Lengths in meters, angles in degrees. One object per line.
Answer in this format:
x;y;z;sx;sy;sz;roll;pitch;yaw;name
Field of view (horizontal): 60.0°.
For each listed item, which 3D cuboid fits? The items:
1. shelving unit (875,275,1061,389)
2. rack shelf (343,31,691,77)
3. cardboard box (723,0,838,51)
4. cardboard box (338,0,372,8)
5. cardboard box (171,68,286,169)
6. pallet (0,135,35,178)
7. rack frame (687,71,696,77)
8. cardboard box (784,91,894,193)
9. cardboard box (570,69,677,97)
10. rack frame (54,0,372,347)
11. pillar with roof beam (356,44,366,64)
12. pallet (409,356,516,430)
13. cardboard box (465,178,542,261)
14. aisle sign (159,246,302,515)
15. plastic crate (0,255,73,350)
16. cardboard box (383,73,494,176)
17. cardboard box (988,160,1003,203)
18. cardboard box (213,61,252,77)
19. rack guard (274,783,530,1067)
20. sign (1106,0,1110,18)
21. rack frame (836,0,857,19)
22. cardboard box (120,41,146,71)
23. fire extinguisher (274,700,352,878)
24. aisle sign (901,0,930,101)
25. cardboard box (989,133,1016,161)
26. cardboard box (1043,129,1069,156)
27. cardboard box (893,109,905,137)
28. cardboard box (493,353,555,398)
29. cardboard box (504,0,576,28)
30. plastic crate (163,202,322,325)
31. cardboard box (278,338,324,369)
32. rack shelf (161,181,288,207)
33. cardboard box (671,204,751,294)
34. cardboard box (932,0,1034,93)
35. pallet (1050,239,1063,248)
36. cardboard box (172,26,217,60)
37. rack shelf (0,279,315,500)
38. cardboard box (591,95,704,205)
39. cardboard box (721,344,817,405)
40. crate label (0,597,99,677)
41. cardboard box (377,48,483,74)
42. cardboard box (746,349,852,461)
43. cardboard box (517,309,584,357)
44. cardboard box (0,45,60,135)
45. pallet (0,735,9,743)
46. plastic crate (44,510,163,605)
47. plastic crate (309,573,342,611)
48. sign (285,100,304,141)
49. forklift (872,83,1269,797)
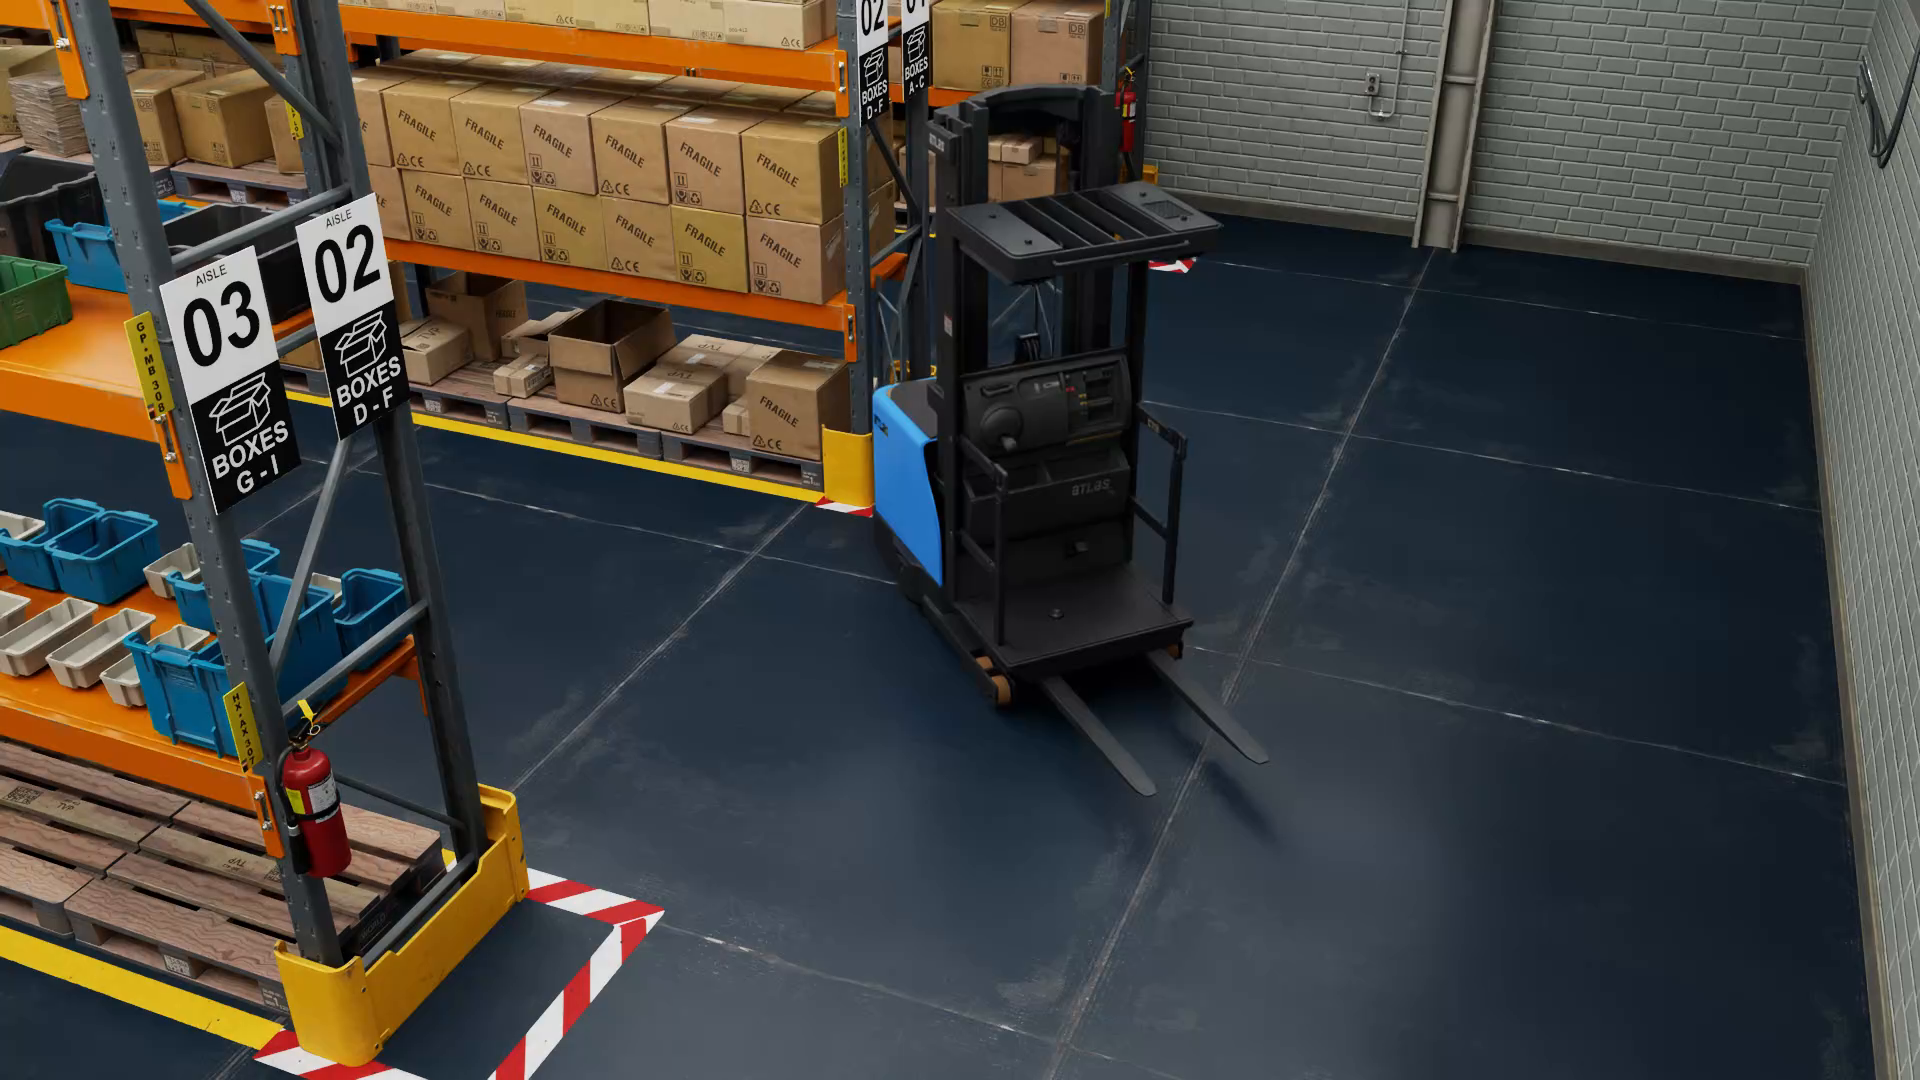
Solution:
0.070;-0.897;10.224;1.048;1.500;0.538;-10;31;-17;shelving unit
-4.137;-4.843;16.412;4.000;0.370;1.077;11;31;19;rack shelf
-1.011;-3.002;9.528;0.500;0.250;0.500;11;31;19;cardboard box
-3.785;-3.564;10.523;0.500;0.250;0.500;11;31;19;cardboard box
-5.159;-3.041;11.965;0.500;0.500;0.700;17;33;27;cardboard box
-7.195;-3.090;12.774;1.003;0.211;1.213;11;31;19;pallet
-2.284;-4.786;15.581;0.127;3.000;1.000;11;31;19;rack frame
-0.748;-2.468;10.361;0.500;0.500;0.500;12;32;21;cardboard box
-2.168;-2.749;10.860;0.500;0.500;0.500;11;31;19;cardboard box
-2.302;-2.141;4.803;0.127;3.000;1.000;11;31;19;rack frame
-8.488;-6.810;13.064;0.400;9.000;9.100;11;31;19;pillar with roof beam
-3.507;-1.185;12.044;1.213;0.211;1.003;11;31;19;pallet
-2.835;-2.165;10.841;0.500;0.500;0.500;11;31;19;cardboard box
-2.345;-0.514;5.380;0.004;0.787;0.394;11;31;19;aisle sign
-3.323;-0.795;5.686;0.336;0.188;0.450;11;31;19;plastic crate
-3.334;-2.695;10.763;0.500;0.500;0.500;10;31;18;cardboard box
0.273;-3.317;15.095;0.500;0.500;0.700;11;31;19;cardboard box
-7.582;-4.966;17.992;0.500;0.500;0.700;11;31;19;cardboard box
-2.275;1.558;6.897;0.348;0.500;1.175;11;31;19;rack guard
1.206;-4.408;13.495;0.005;0.325;0.100;11;31;19;sign
-0.436;-4.398;8.798;0.127;3.000;1.000;11;31;19;rack frame
-9.008;-5.241;18.478;0.500;0.500;0.700;12;32;21;cardboard box
-2.333;0.902;5.974;0.183;0.674;0.296;11;31;19;fire extinguisher
-0.263;-3.040;9.849;0.004;0.787;0.394;11;31;19;aisle sign
0.312;-3.495;14.750;0.250;0.149;0.380;12;32;20;cardboard box
0.928;-3.575;14.892;0.250;0.149;0.380;12;31;19;cardboard box
-0.482;-3.856;15.389;0.250;0.149;0.380;11;31;18;cardboard box
-3.030;-1.153;11.585;0.250;0.166;0.380;11;31;19;cardboard box
-2.396;-3.286;10.031;0.500;0.250;0.500;11;31;19;cardboard box
-2.554;-0.976;5.924;0.590;0.269;0.497;11;31;19;plastic crate
-4.708;-1.591;12.020;0.500;0.500;0.500;11;31;19;cardboard box
-5.996;-2.584;12.415;4.000;0.370;1.077;11;31;19;rack shelf
-1.436;-1.883;10.343;0.500;0.500;0.500;12;31;20;cardboard box
0.268;-4.396;14.586;0.700;0.700;0.980;11;31;19;cardboard box
0.652;-2.944;15.156;1.213;0.211;1.003;11;31;19;pallet
-8.116;-5.393;17.985;0.500;0.250;0.500;10;31;18;cardboard box
-4.155;-0.892;6.373;4.000;0.370;1.077;11;31;19;rack shelf
-1.903;-2.409;10.258;0.500;0.500;0.500;12;32;20;cardboard box
-1.297;-1.104;11.413;0.500;0.250;0.500;11;31;19;cardboard box
-3.656;0.391;6.628;0.243;0.136;0.396;11;31;19;crate label
-3.577;-3.030;11.356;0.500;0.500;0.500;11;31;19;cardboard box
-1.033;-0.878;10.760;0.500;0.500;0.500;11;31;19;cardboard box
-2.813;-1.433;11.933;0.500;0.311;0.500;11;31;19;cardboard box
-7.223;-3.428;12.649;0.500;0.500;0.700;1;30;2;cardboard box
-5.313;1.063;8.065;1.213;0.211;1.003;11;31;19;pallet
-3.627;0.078;7.083;0.300;0.233;0.416;11;31;19;plastic crate
-2.673;0.267;6.848;0.298;0.136;0.250;11;31;19;plastic crate
-4.348;-2.777;10.849;0.005;0.325;0.100;11;31;19;sign
0.542;-0.651;8.335;1.130;2.935;3.031;-12;32;-21;forklift
